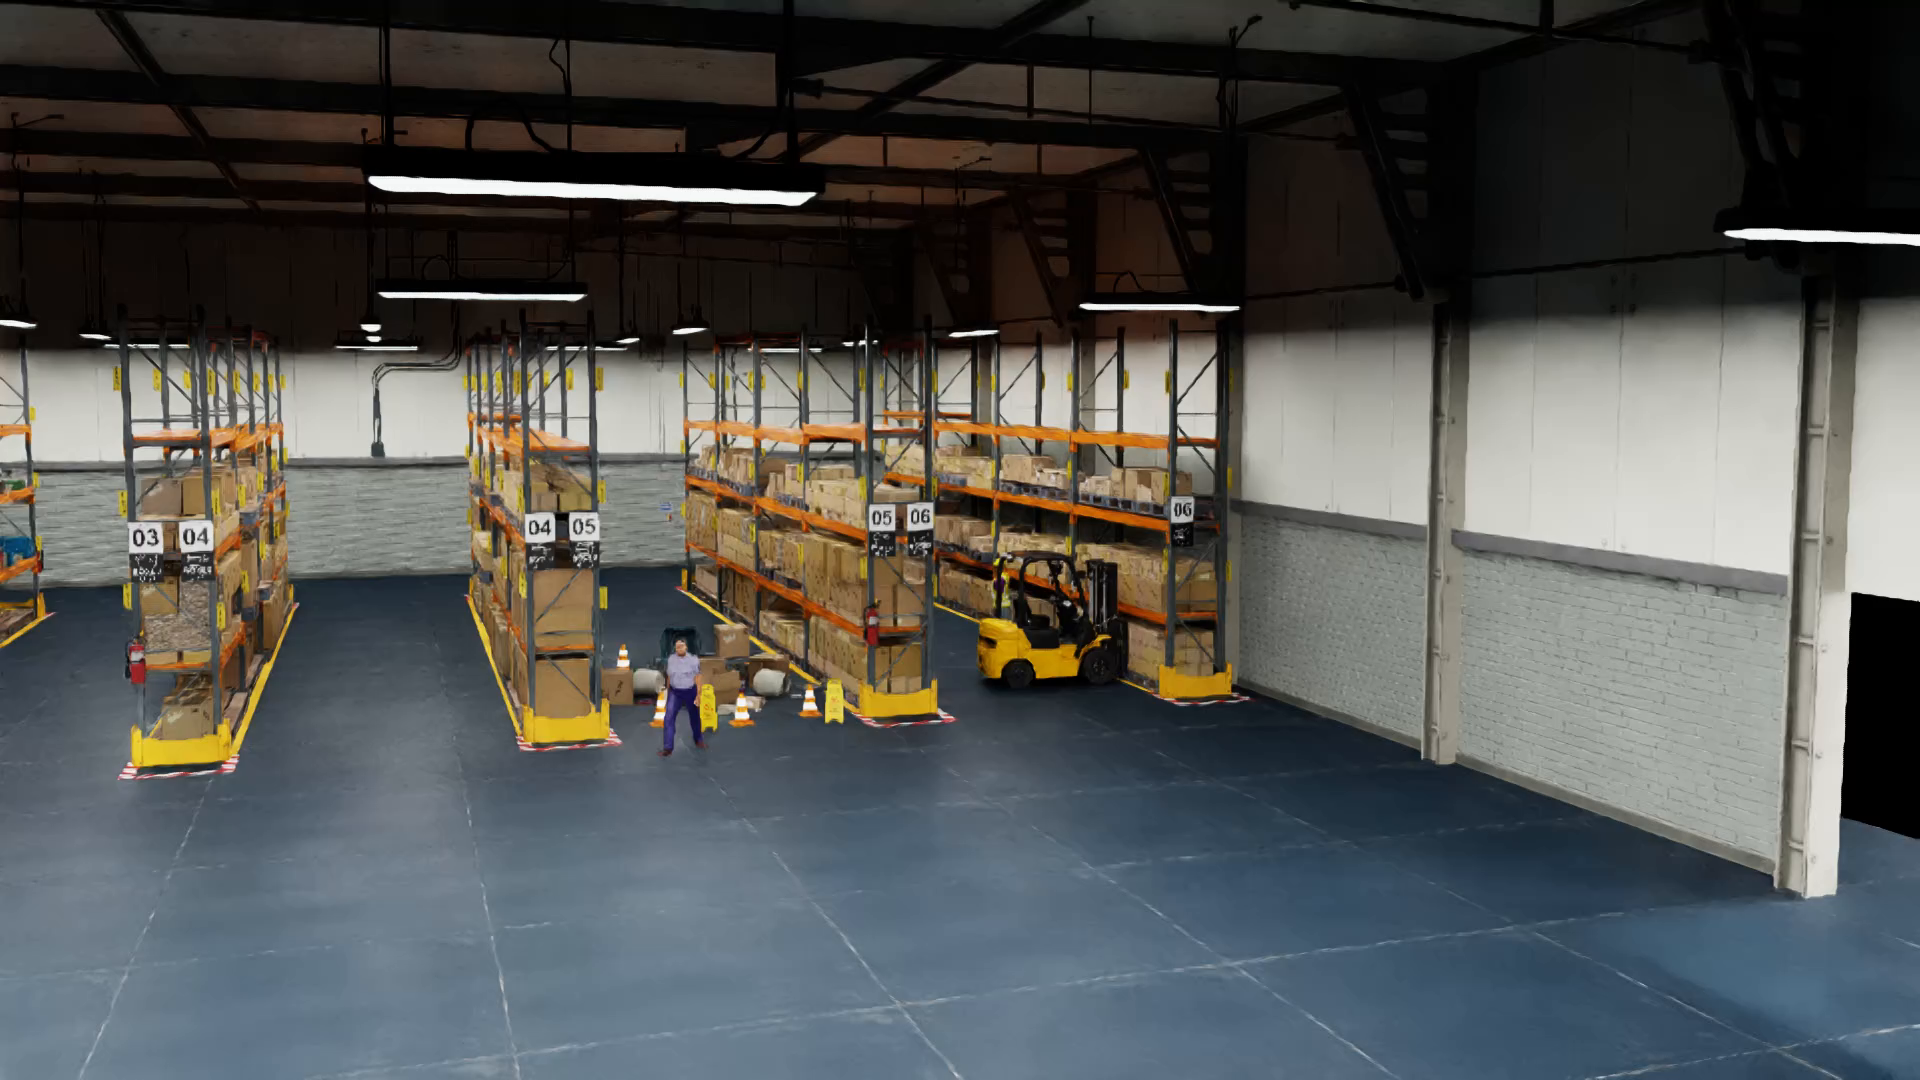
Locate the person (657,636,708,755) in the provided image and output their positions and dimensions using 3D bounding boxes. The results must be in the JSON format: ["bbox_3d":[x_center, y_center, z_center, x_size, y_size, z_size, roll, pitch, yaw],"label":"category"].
[{"bbox_3d":[-3.736,2.081,22.459,0.522,1.594,0.939,0,5,5],"label":"person"}]

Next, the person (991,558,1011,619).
[{"bbox_3d":[0.705,1.208,30.614,0.576,1.763,0.676,1,5,7],"label":"person"}]
